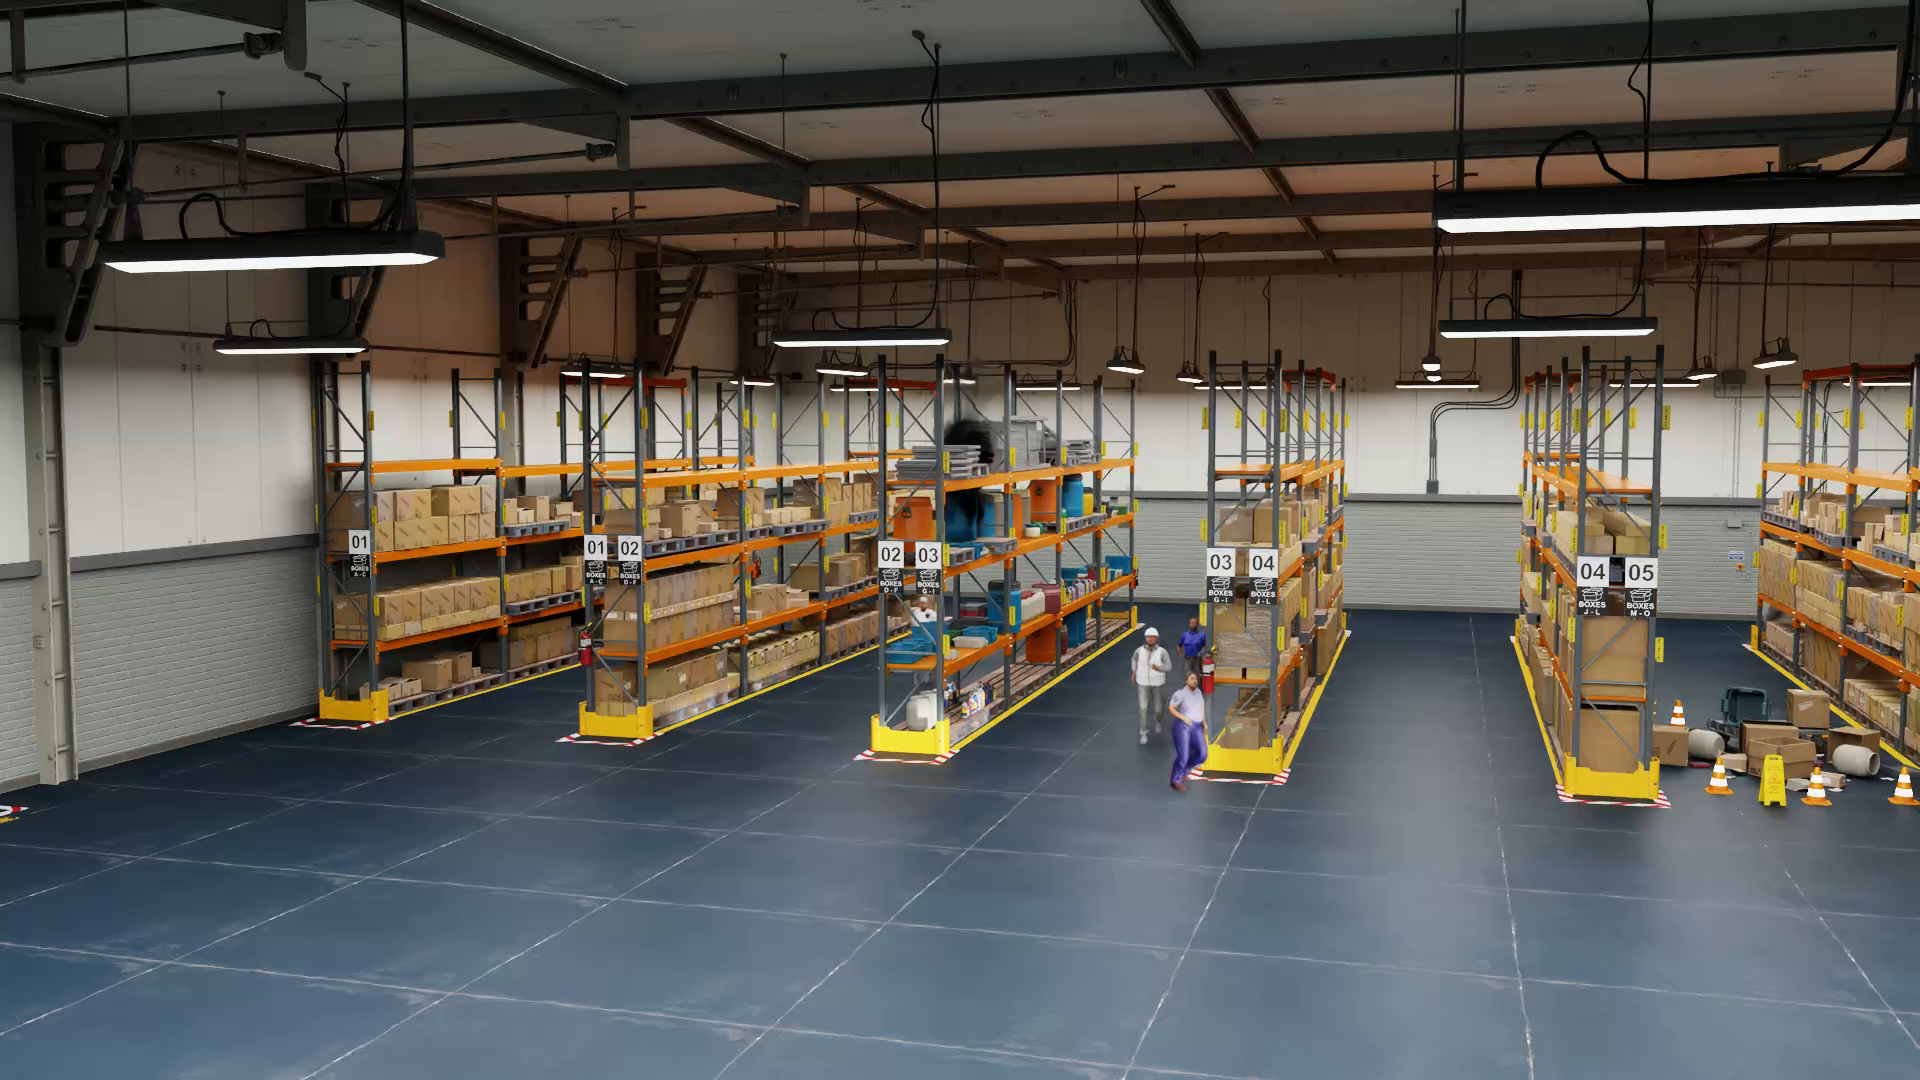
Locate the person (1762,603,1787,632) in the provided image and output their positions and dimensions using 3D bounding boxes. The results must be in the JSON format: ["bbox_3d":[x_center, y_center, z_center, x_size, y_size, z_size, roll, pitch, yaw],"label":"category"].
[{"bbox_3d":[18.429,1.477,37.607,0.659,1.659,0.915,-4,6,-45],"label":"person"}]

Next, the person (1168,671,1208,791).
[{"bbox_3d":[3.145,2.598,22.665,0.665,1.610,0.554,-3,5,-35],"label":"person"}]

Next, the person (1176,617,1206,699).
[{"bbox_3d":[4.030,2.148,28.826,0.580,1.587,0.701,1,4,12],"label":"person"}]

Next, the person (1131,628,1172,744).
[{"bbox_3d":[2.975,2.243,25.928,0.657,1.756,0.970,1,4,12],"label":"person"}]

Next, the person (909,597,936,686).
[{"bbox_3d":[-0.703,1.928,31.573,0.576,1.716,0.720,0,4,7],"label":"person"}]
